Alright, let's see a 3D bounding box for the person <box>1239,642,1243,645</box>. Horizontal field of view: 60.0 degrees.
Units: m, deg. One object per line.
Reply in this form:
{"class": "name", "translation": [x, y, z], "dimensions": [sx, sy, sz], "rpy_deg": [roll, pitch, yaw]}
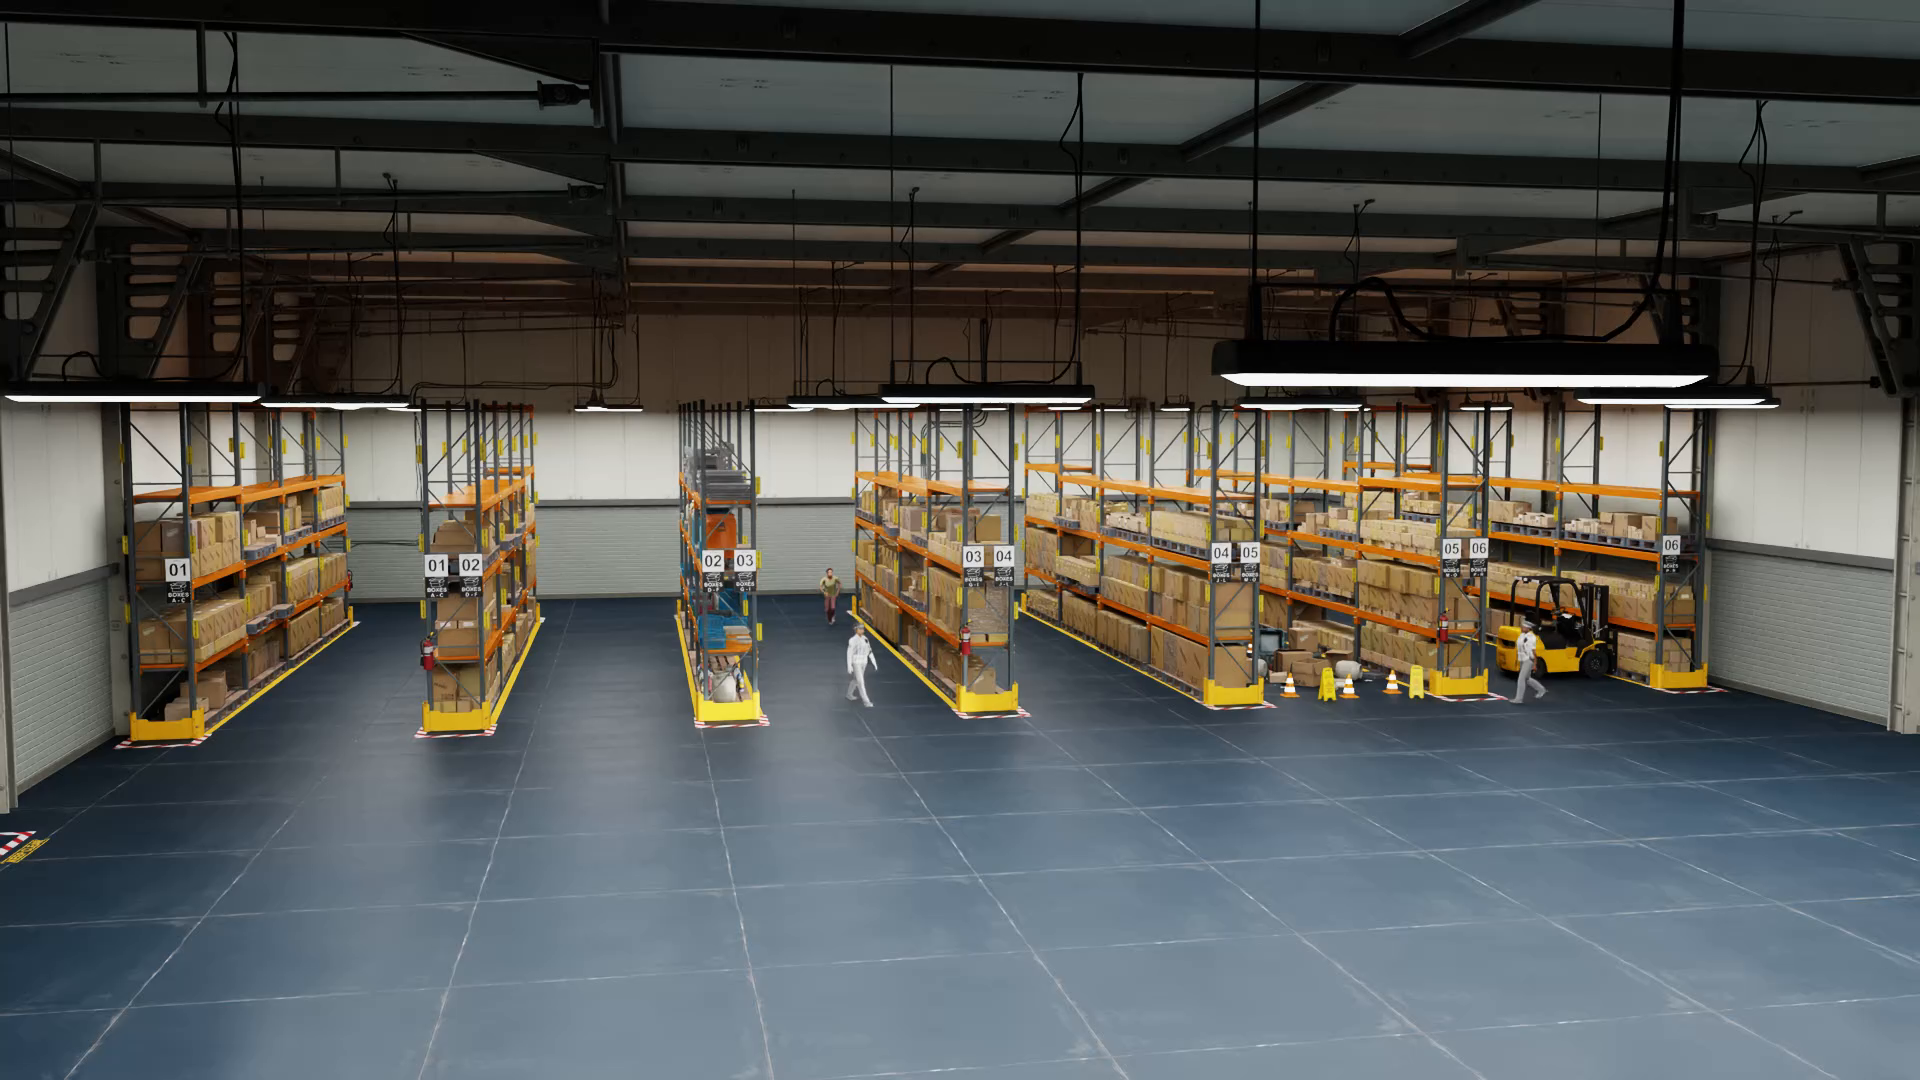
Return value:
{"class": "person", "translation": [6.646, 1.936, 39.762], "dimensions": [0.445, 1.621, 0.362], "rpy_deg": [-3, 5, -38]}

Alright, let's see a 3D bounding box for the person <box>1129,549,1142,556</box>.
{"class": "person", "translation": [5.449, 0.964, 51.523], "dimensions": [0.964, 1.742, 0.521], "rpy_deg": [-1, 5, -18]}

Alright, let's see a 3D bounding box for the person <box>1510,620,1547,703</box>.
{"class": "person", "translation": [11.291, 2.395, 33.019], "dimensions": [0.923, 1.646, 0.463], "rpy_deg": [-1, 5, -17]}

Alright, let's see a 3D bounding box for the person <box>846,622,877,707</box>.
{"class": "person", "translation": [-1.957, 2.410, 32.717], "dimensions": [0.535, 1.615, 1.052], "rpy_deg": [-4, 6, -40]}

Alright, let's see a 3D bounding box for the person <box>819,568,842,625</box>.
{"class": "person", "translation": [-3.511, 1.532, 45.144], "dimensions": [0.595, 1.580, 0.688], "rpy_deg": [0, 4, 0]}
